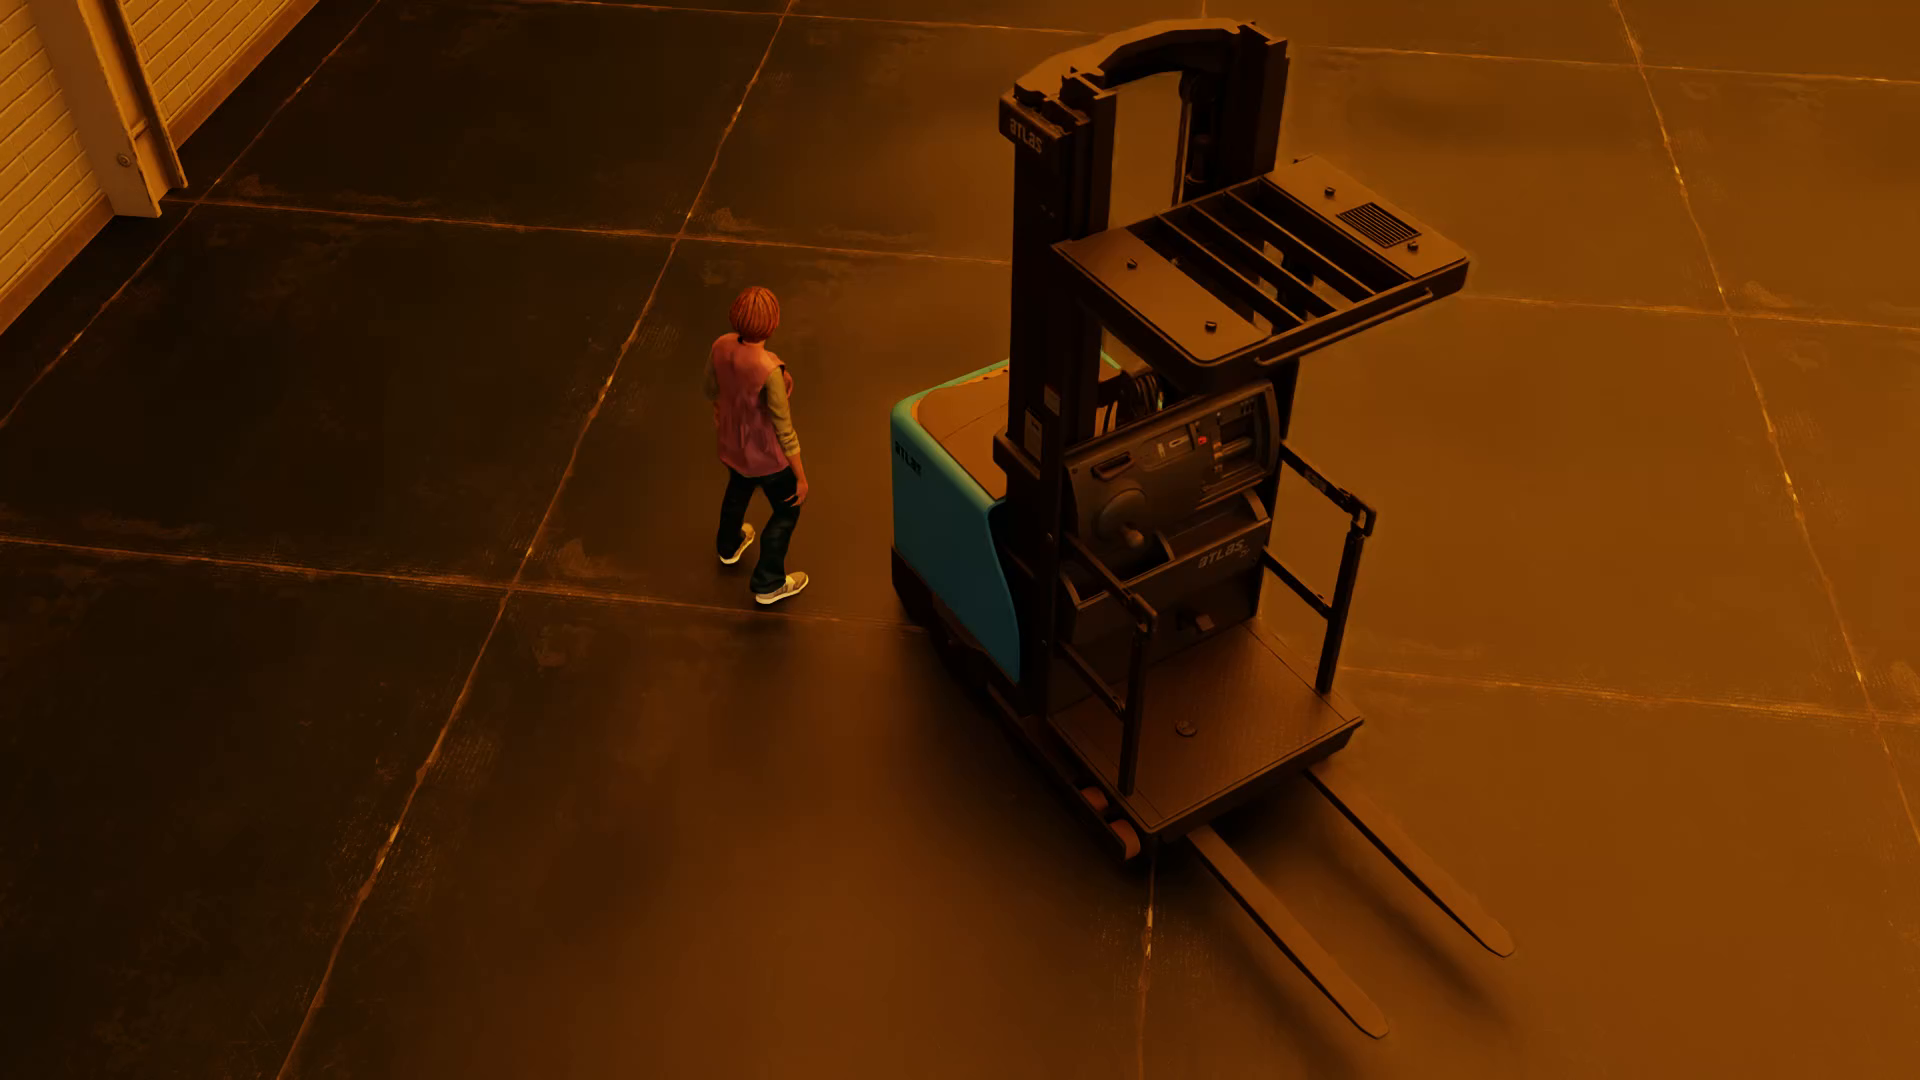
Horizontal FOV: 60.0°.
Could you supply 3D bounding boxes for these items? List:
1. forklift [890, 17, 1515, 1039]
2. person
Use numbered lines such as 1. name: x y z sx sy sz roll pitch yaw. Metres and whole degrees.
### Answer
1. forklift: 0.903 -0.190 5.931 1.130 2.935 3.031 -23 47 -23
2. person: -0.878 -0.399 7.169 0.664 1.570 0.347 30 50 29
